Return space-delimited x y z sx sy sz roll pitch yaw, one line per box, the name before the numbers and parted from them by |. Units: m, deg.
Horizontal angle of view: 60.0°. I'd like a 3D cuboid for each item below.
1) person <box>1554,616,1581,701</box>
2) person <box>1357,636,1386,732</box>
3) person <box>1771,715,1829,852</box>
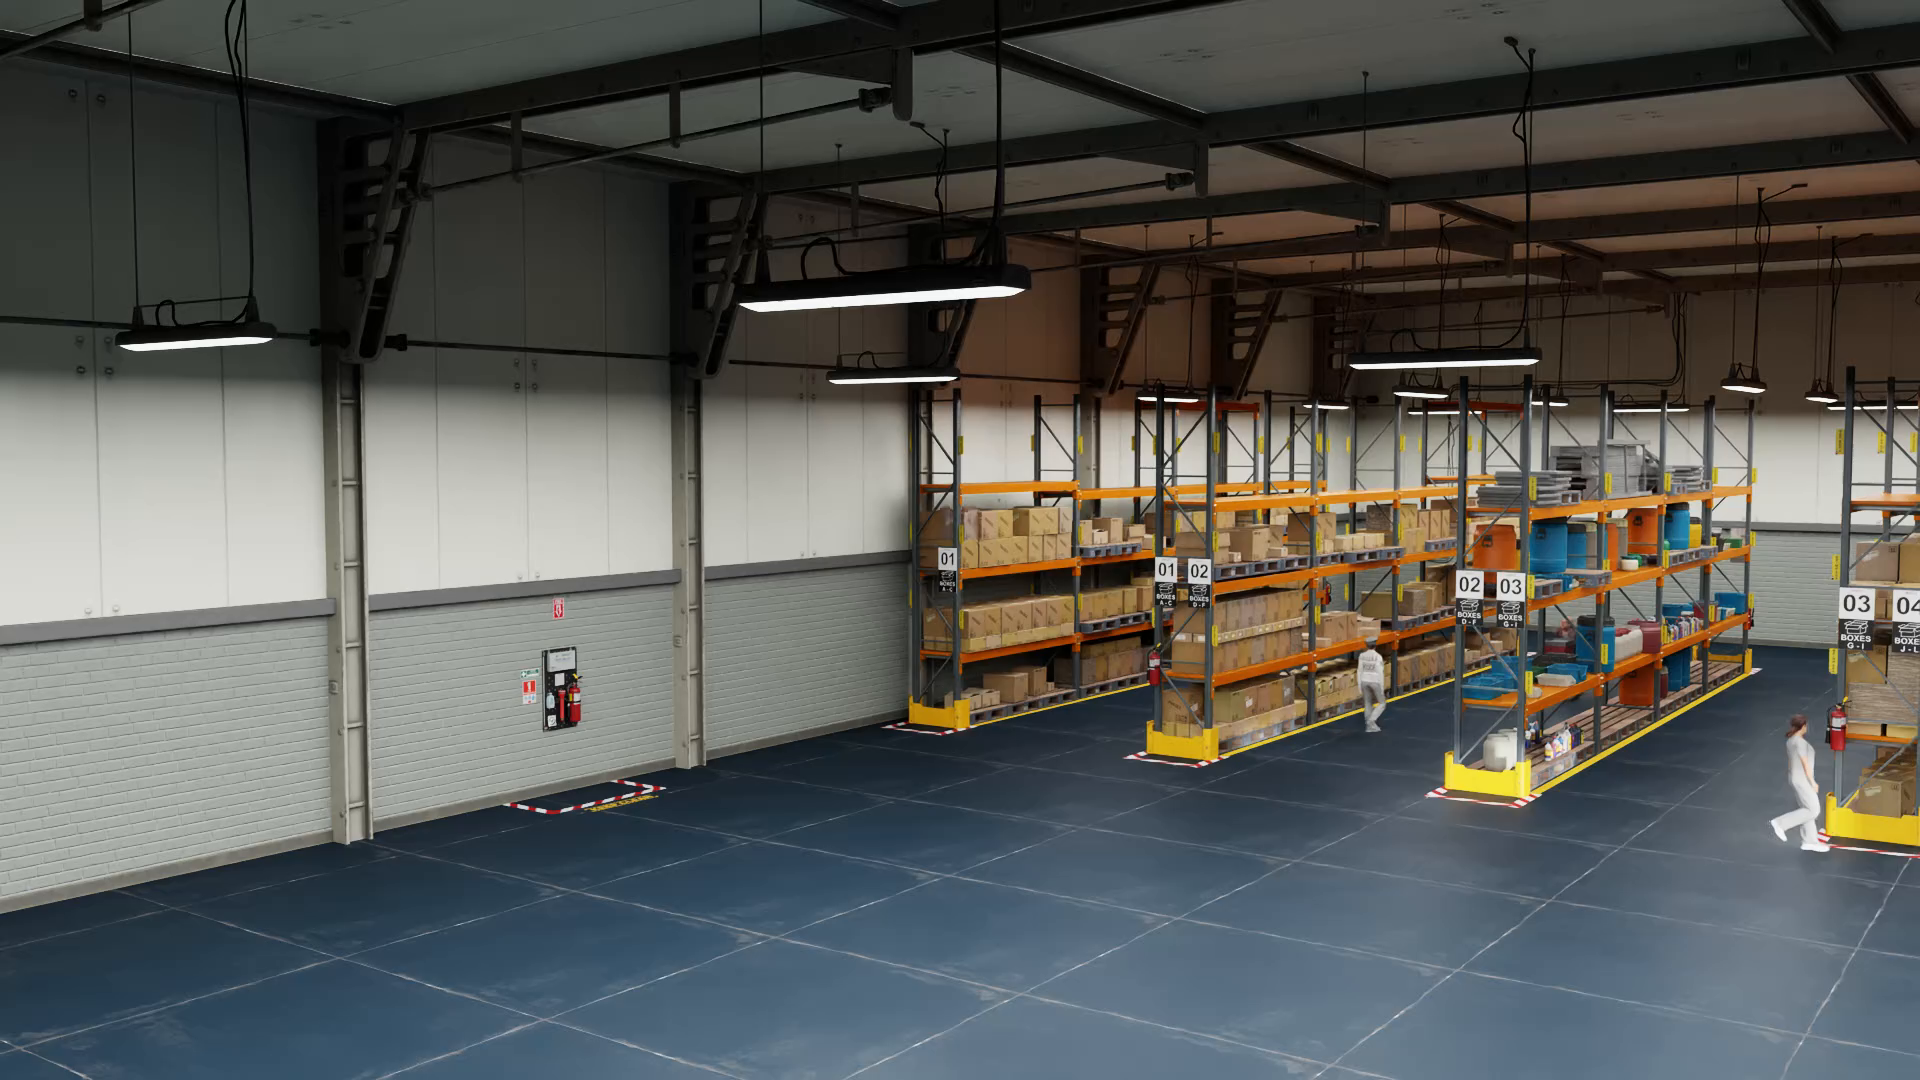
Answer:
person | 11.955 2.317 32.495 0.649 1.684 0.752 -3 5 -44
person | 7.133 2.519 28.939 0.520 1.675 0.479 3 4 41
person | 10.365 2.997 20.507 0.659 1.660 0.511 1 3 15
